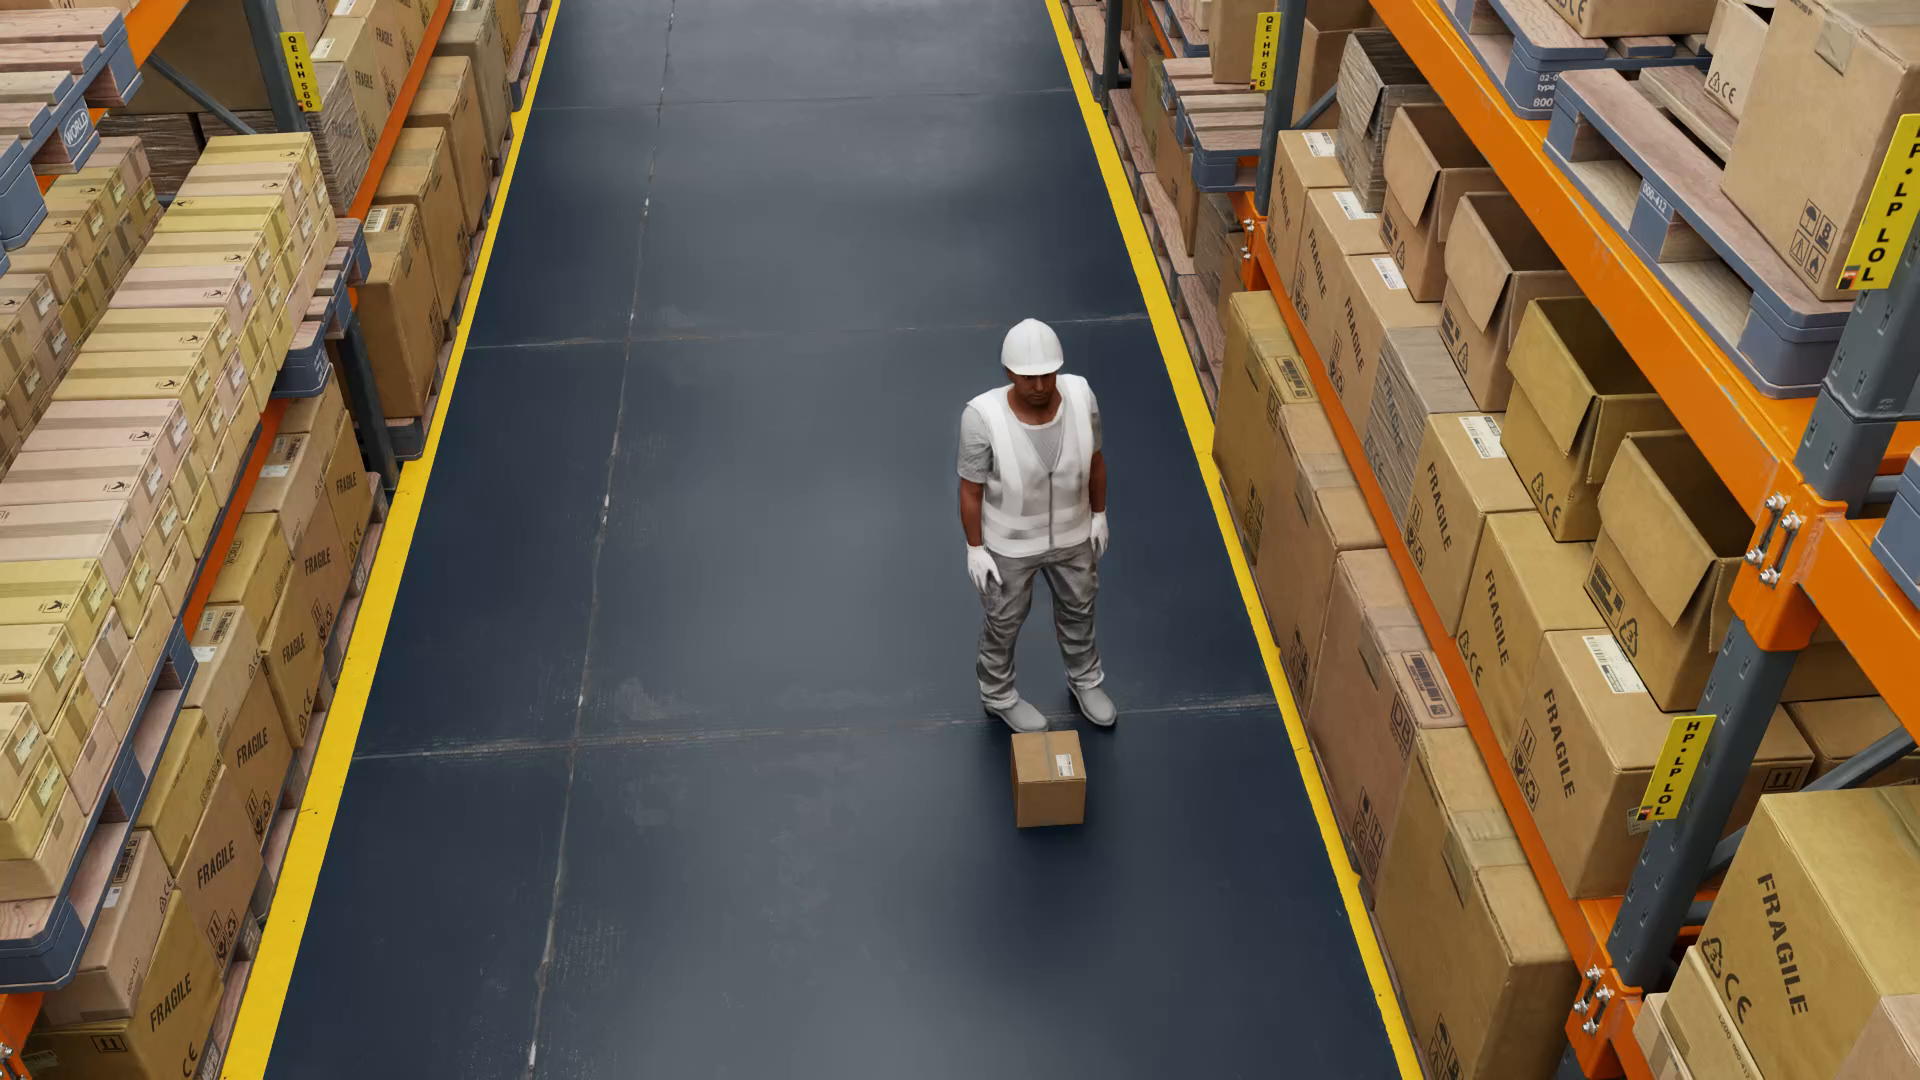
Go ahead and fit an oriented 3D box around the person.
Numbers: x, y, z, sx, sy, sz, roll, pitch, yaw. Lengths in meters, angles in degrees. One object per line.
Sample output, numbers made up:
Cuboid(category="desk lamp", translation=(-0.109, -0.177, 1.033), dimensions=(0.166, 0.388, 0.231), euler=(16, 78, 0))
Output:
Cuboid(category="person", translation=(0.304, -0.008, 6.131), dimensions=(0.602, 1.792, 0.405), euler=(-13, 41, -16))
